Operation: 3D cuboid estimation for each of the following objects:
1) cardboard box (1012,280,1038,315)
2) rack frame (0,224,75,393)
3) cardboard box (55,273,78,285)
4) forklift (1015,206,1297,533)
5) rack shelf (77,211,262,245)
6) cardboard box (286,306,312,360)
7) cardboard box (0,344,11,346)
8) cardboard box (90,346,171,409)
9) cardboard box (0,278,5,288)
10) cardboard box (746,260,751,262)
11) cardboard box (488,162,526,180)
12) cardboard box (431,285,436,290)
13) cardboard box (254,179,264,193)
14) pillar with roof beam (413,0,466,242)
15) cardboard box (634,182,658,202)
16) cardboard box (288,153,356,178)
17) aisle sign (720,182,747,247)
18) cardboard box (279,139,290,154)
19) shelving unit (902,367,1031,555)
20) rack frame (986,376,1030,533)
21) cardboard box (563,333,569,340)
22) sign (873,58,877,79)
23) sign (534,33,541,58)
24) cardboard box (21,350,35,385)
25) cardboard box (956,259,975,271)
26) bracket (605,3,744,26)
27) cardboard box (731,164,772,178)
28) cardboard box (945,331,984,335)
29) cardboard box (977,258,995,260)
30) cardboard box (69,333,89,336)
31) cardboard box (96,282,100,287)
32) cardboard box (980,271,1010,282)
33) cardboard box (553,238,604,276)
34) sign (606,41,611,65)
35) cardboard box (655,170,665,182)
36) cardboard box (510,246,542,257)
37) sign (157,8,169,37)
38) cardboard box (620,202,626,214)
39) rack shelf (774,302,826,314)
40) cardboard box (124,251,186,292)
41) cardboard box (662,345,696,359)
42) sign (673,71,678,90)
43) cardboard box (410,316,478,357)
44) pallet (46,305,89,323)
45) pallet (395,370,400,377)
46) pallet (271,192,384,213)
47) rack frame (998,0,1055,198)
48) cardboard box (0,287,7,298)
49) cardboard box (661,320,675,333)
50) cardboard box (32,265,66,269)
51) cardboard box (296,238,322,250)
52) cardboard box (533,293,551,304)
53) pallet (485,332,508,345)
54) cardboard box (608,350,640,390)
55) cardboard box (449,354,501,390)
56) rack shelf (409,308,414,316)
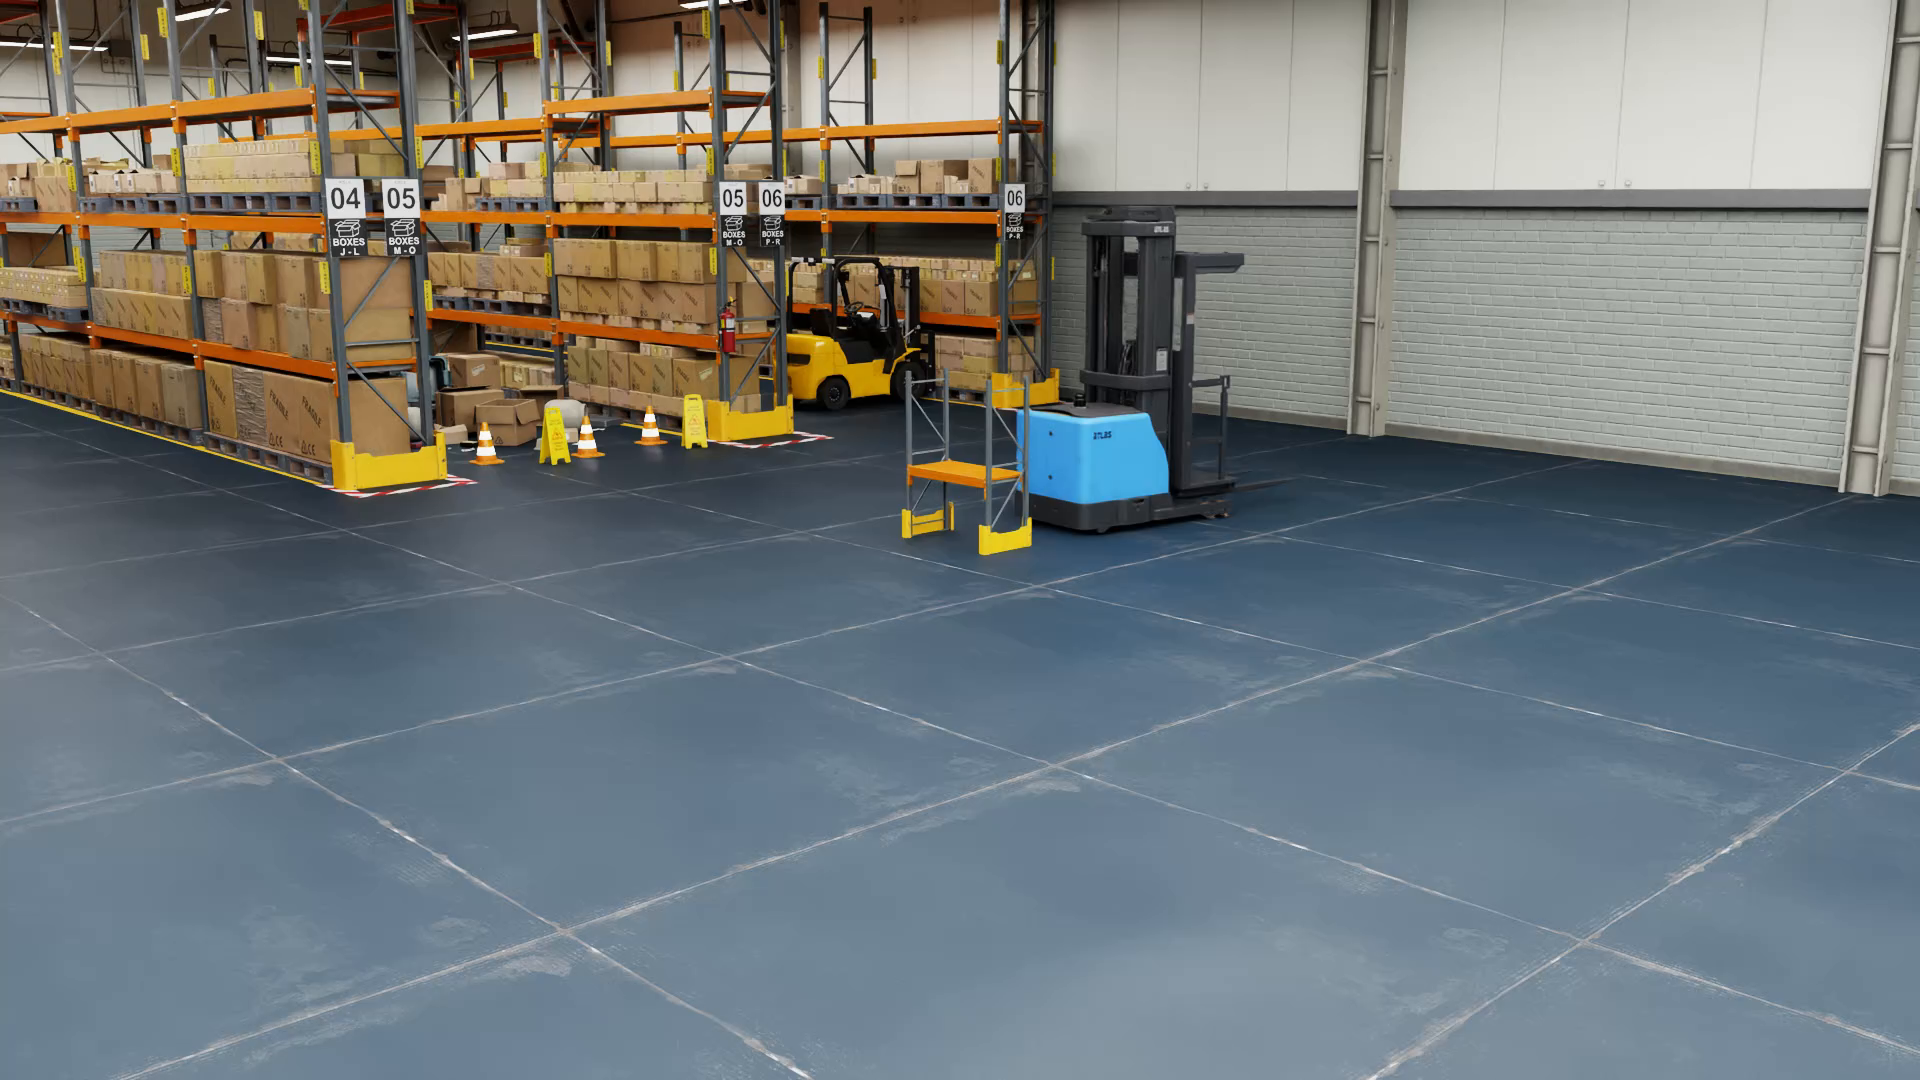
[{"bbox_3d":[0.814,-3.650,24.947,0.500,0.500,0.500,-10,15,-41],"label":"cardboard box"},{"bbox_3d":[-14.430,-3.845,26.139,1.000,3.000,0.127,-11,16,-43],"label":"rack frame"},{"bbox_3d":[-12.509,-3.679,23.445,0.380,0.149,0.250,-11,16,-43],"label":"cardboard box"},{"bbox_3d":[2.001,-1.711,15.953,3.031,2.935,1.130,-9,14,-36],"label":"forklift"},{"bbox_3d":[-10.286,-4.086,21.658,1.077,0.370,4.000,-11,16,-43],"label":"rack shelf"},{"bbox_3d":[-6.828,-2.292,18.230,0.875,0.550,0.550,-11,16,-43],"label":"cardboard box"},{"bbox_3d":[-15.623,-3.104,27.092,0.250,0.149,0.380,11,16,42],"label":"cardboard box"},{"bbox_3d":[-11.312,-2.263,22.998,1.050,0.750,0.750,-11,16,-43],"label":"cardboard box"},{"bbox_3d":[-14.491,-3.951,25.502,0.380,0.149,0.250,-11,16,-42],"label":"cardboard box"},{"bbox_3d":[-3.664,-4.750,28.677,0.380,0.149,0.250,-10,16,-41],"label":"cardboard box"},{"bbox_3d":[-6.608,-5.441,24.543,0.500,0.250,0.500,-11,16,-42],"label":"cardboard box"},{"bbox_3d":[-8.676,-4.172,26.861,0.500,0.250,0.500,-11,16,-43],"label":"cardboard box"},{"bbox_3d":[-7.495,-3.881,18.215,0.380,0.149,0.250,-11,16,-42],"label":"cardboard box"},{"bbox_3d":[-14.418,-8.683,34.754,9.100,9.000,0.548,-11,16,-43],"label":"pillar with roof beam"},{"bbox_3d":[-3.889,-4.525,21.642,0.500,0.250,0.500,-10,16,-41],"label":"cardboard box"},{"bbox_3d":[-6.683,-3.922,17.426,0.500,0.250,0.500,-11,16,-42],"label":"cardboard box"},{"bbox_3d":[-2.800,-4.022,20.556,0.394,0.787,0.004,-11,16,-43],"label":"aisle sign"},{"bbox_3d":[-6.969,-4.161,17.597,0.380,0.149,0.250,-11,16,-42],"label":"cardboard box"},{"bbox_3d":[0.053,-0.723,14.706,0.587,1.500,1.083,-11,16,-43],"label":"shelving unit"},{"bbox_3d":[0.410,-0.648,14.340,0.500,1.500,0.032,-11,16,-43],"label":"rack frame"},{"bbox_3d":[-7.929,-4.091,33.360,0.250,0.149,0.380,11,16,43],"label":"cardboard box"},{"bbox_3d":[-1.389,-7.621,26.894,0.100,0.325,0.005,-11,16,-43],"label":"sign"},{"bbox_3d":[-5.792,-6.777,22.796,0.100,0.325,0.005,-11,16,-43],"label":"sign"},{"bbox_3d":[-14.111,-2.681,25.646,0.500,0.500,0.500,-10,15,-40],"label":"cardboard box"},{"bbox_3d":[0.162,-4.091,24.744,0.380,0.149,0.250,-10,16,-41],"label":"cardboard box"},{"bbox_3d":[-5.340,-9.681,30.681,0.076,0.066,4.783,-11,16,-43],"label":"bracket"},{"bbox_3d":[-3.543,-6.142,28.321,0.500,0.500,0.500,-10,16,-41],"label":"cardboard box"},{"bbox_3d":[0.075,-3.082,25.734,0.500,0.250,0.500,-11,16,-43],"label":"cardboard box"},{"bbox_3d":[0.368,-4.199,25.266,0.380,0.149,0.250,-11,16,-42],"label":"cardboard box"},{"bbox_3d":[-13.387,-3.043,25.543,0.500,0.250,0.500,-10,15,-40],"label":"cardboard box"},{"bbox_3d":[-12.406,-3.702,24.293,0.380,0.149,0.250,-11,16,-42],"label":"cardboard box"},{"bbox_3d":[0.513,-3.868,24.399,0.380,0.149,0.250,-11,16,-42],"label":"cardboard box"},{"bbox_3d":[-5.248,-3.972,23.292,0.700,0.500,0.500,-11,16,-43],"label":"cardboard box"},{"bbox_3d":[-4.990,-6.889,23.538,0.100,0.325,0.005,-11,16,-43],"label":"sign"},{"bbox_3d":[-3.721,-4.701,21.510,0.380,0.149,0.250,-11,16,-43],"label":"cardboard box"},{"bbox_3d":[-6.362,-4.234,24.397,0.250,0.149,0.380,11,16,43],"label":"cardboard box"},{"bbox_3d":[-9.289,-6.034,19.389,0.100,0.325,0.005,-11,16,-43],"label":"sign"},{"bbox_3d":[-4.291,-4.422,22.133,0.380,0.149,0.250,-11,16,-42],"label":"cardboard box"},{"bbox_3d":[-3.189,-4.013,28.741,1.077,0.370,4.000,-11,16,-43],"label":"rack shelf"},{"bbox_3d":[-10.659,-3.584,22.150,0.700,0.500,0.500,-11,16,-43],"label":"cardboard box"},{"bbox_3d":[-3.677,-2.467,21.758,0.380,0.149,0.250,-10,15,-41],"label":"cardboard box"},{"bbox_3d":[-4.956,-8.015,29.003,0.100,0.325,0.005,-11,16,-43],"label":"sign"},{"bbox_3d":[-8.574,-3.243,27.443,0.875,0.875,0.875,-11,16,-43],"label":"cardboard box"},{"bbox_3d":[-12.237,-3.256,23.757,1.213,0.211,1.003,-11,16,-43],"label":"pallet"},{"bbox_3d":[-8.647,-2.725,27.616,1.003,0.211,1.213,-11,16,-43],"label":"pallet"},{"bbox_3d":[-6.663,-3.626,17.863,1.003,0.211,1.213,-11,16,-43],"label":"pallet"},{"bbox_3d":[0.955,-6.428,23.813,1.000,3.000,0.127,-11,16,-43],"label":"rack frame"},{"bbox_3d":[-14.491,-3.806,25.532,0.250,0.149,0.380,11,16,42],"label":"cardboard box"},{"bbox_3d":[-3.662,-2.795,21.666,0.380,0.149,0.250,-11,16,-42],"label":"cardboard box"},{"bbox_3d":[-14.590,-4.147,26.620,0.500,0.500,0.500,-11,16,-44],"label":"cardboard box"},{"bbox_3d":[-11.445,-5.118,29.595,0.500,0.500,0.500,-11,16,-43],"label":"cardboard box"},{"bbox_3d":[-5.950,-3.501,24.052,0.380,0.149,0.250,-11,16,-42],"label":"cardboard box"},{"bbox_3d":[-9.491,-4.332,35.415,1.003,0.211,1.213,-11,16,-43],"label":"pallet"},{"bbox_3d":[-4.448,-2.332,22.711,0.500,0.500,0.500,-10,15,-40],"label":"cardboard box"},{"bbox_3d":[-6.662,-2.276,22.842,0.500,0.500,0.500,-11,16,-43],"label":"cardboard box"},{"bbox_3d":[-9.538,-3.905,28.214,1.077,0.370,4.000,-11,16,-43],"label":"rack shelf"}]
